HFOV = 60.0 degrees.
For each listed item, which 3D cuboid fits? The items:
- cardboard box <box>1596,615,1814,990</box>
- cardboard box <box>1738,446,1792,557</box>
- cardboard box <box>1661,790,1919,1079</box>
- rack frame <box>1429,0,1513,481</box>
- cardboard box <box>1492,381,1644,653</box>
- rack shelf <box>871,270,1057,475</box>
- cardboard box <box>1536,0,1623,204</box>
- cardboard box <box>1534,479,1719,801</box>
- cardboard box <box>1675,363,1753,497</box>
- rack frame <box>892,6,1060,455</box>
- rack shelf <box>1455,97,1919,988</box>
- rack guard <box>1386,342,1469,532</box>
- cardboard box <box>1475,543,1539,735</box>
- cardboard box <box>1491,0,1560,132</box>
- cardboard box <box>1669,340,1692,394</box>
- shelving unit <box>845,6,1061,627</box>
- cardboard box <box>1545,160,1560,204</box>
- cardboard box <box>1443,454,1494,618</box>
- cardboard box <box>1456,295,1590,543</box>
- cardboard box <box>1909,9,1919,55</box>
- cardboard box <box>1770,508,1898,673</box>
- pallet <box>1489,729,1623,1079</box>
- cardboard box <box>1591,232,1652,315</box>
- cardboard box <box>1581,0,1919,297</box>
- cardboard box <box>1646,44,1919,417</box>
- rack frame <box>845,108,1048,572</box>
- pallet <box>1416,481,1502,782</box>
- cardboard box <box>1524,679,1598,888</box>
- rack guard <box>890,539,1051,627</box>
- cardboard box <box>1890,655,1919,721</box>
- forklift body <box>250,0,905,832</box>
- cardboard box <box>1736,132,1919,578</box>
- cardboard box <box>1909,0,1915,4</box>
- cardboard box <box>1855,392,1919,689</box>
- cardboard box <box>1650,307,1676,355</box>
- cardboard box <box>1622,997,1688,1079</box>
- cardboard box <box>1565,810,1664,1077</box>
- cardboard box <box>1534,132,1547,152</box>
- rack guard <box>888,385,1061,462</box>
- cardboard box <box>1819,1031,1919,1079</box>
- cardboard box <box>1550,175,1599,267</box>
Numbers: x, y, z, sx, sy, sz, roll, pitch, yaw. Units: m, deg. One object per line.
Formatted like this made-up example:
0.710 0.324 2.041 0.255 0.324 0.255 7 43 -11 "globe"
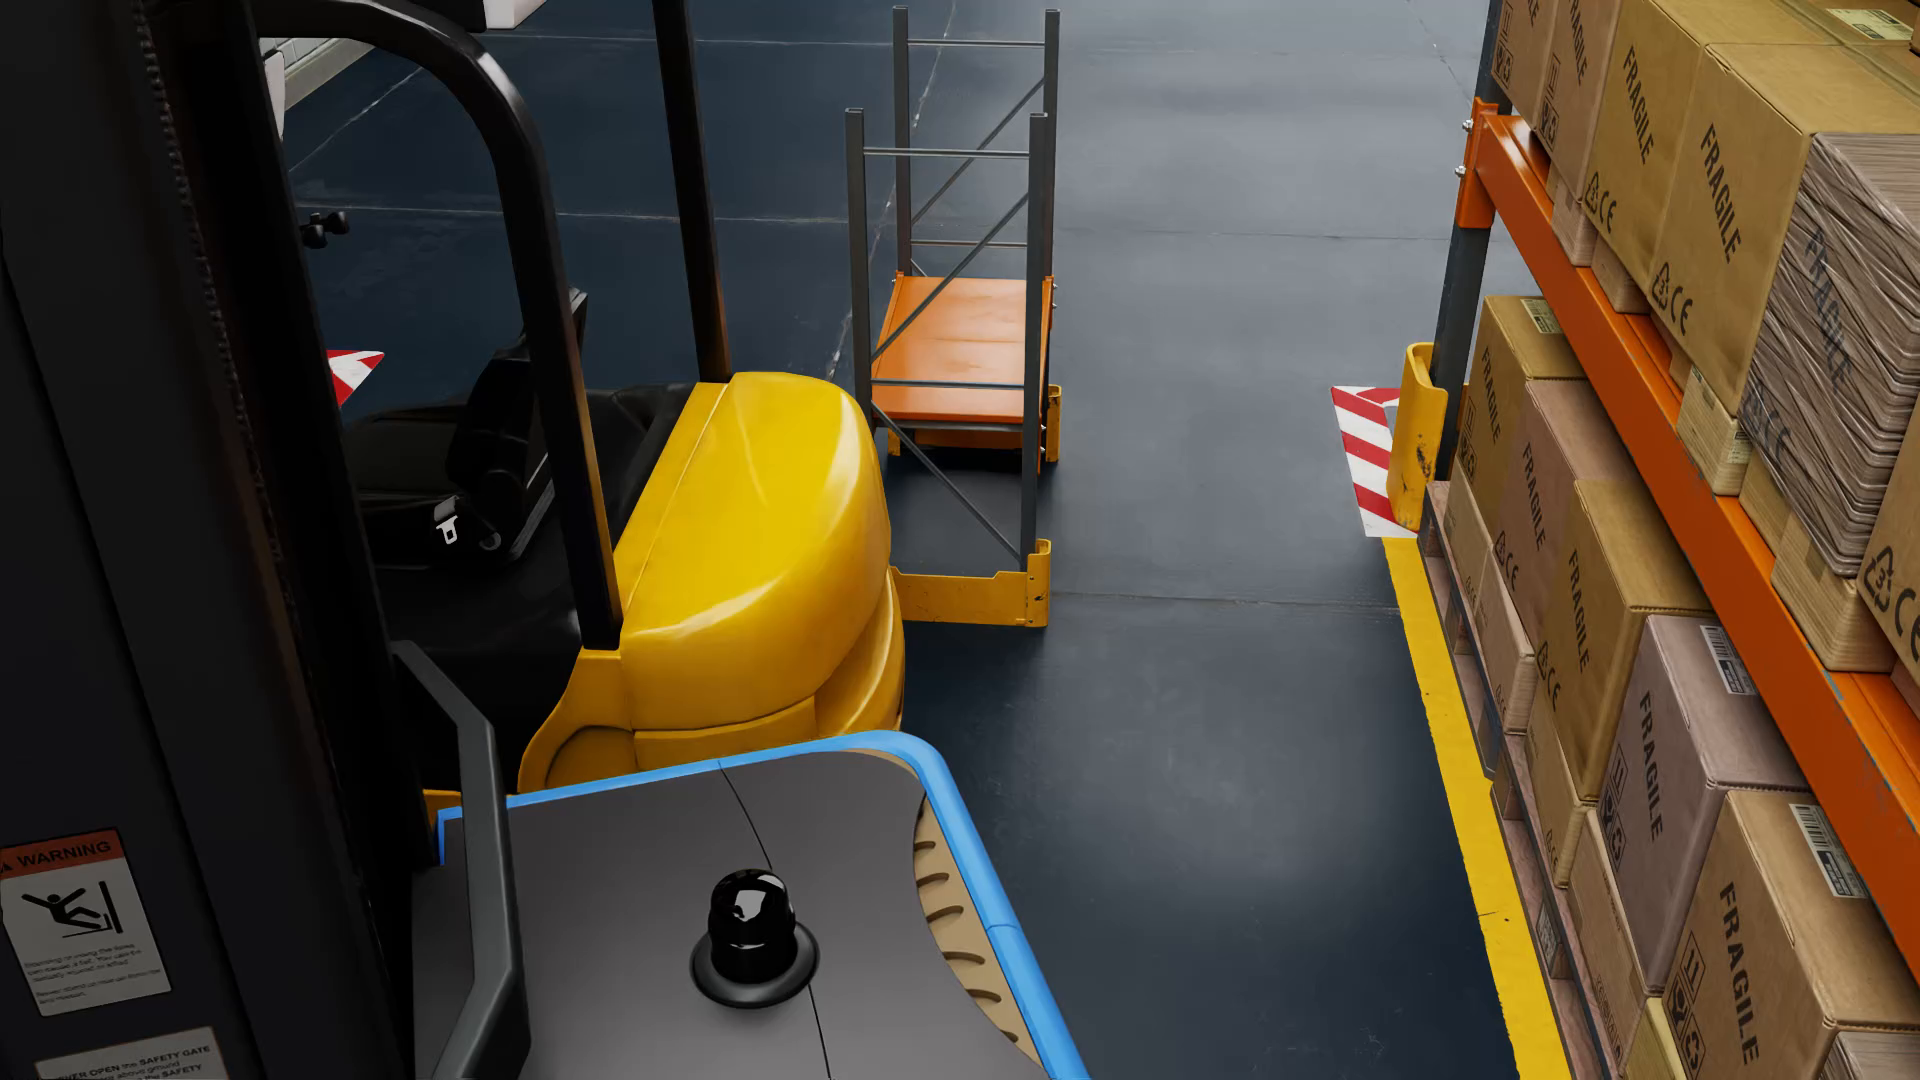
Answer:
1.534 0.499 3.087 0.500 0.500 0.500 4 32 7 "cardboard box"
1.525 -0.058 2.724 0.380 0.149 0.250 2 32 3 "cardboard box"
1.493 0.766 2.654 0.500 0.500 0.500 3 32 5 "cardboard box"
1.998 -1.411 4.681 1.000 3.000 0.127 2 32 4 "rack frame"
1.618 -0.043 3.966 0.500 0.500 0.500 1 32 2 "cardboard box"
0.007 -0.530 5.023 0.538 0.185 1.000 2 32 4 "rack shelf"
1.644 -1.074 3.754 0.500 0.500 0.500 3 32 5 "cardboard box"
1.569 0.219 3.541 0.500 0.500 0.500 3 32 5 "cardboard box"
1.510 -0.194 2.945 0.380 0.149 0.250 3 32 4 "cardboard box"
0.048 -0.949 5.360 0.500 1.500 0.032 2 32 4 "rack frame"
1.836 -0.059 3.173 1.077 0.370 4.000 2 32 4 "rack shelf"
1.992 -0.307 5.272 1.175 0.500 0.348 2 32 4 "rack guard"
1.608 0.257 4.194 0.500 0.250 0.500 4 32 6 "cardboard box"
1.683 -1.345 4.194 0.500 0.500 0.500 2 32 3 "cardboard box"
1.589 -0.323 3.154 0.380 0.149 0.250 2 32 3 "cardboard box"
0.006 -0.678 4.921 0.587 1.500 1.083 2 32 4 "shelving unit"
1.656 -0.868 4.038 0.380 0.149 0.250 1 32 2 "cardboard box"
1.657 -0.009 4.627 0.500 0.250 0.500 2 32 4 "cardboard box"
1.656 -0.316 4.410 0.500 0.500 0.500 1 32 2 "cardboard box"
2.008 -0.939 2.583 0.700 0.500 0.500 2 32 4 "cardboard box"
1.475 0.075 2.509 0.380 0.149 0.250 2 32 3 "cardboard box"
1.789 0.875 3.629 1.003 0.211 1.213 2 32 4 "pallet"
1.602 -0.600 3.604 0.380 0.149 0.250 3 32 5 "cardboard box"
1.604 -0.807 3.322 0.500 0.500 0.500 2 32 3 "cardboard box"
1.571 -0.541 2.890 0.500 0.500 0.500 2 32 3 "cardboard box"
-0.034 -0.417 4.498 0.500 1.500 0.032 2 32 4 "rack frame"
1.891 0.239 4.661 1.003 0.211 1.213 2 32 4 "pallet"
1.576 0.543 3.730 0.500 0.250 0.500 5 32 7 "cardboard box"
-0.034 0.114 4.827 0.587 0.250 0.087 2 32 4 "rack guard"
1.542 0.213 2.285 0.380 0.149 0.250 2 32 3 "cardboard box"
-1.285 -0.191 3.509 2.313 2.155 1.214 2 32 4 "forklift body"
1.534 -0.273 2.455 0.500 0.500 0.500 3 32 5 "cardboard box"
2.139 -0.762 3.248 0.500 0.500 0.500 2 32 4 "cardboard box"
1.496 -0.001 2.014 0.500 0.500 0.500 3 32 6 "cardboard box"
1.640 -0.459 3.376 0.380 0.149 0.250 3 32 6 "cardboard box"
1.486 1.073 2.871 0.500 0.250 0.500 2 32 3 "cardboard box"
1.532 0.807 3.302 0.500 0.250 0.500 3 32 5 "cardboard box"
1.764 -1.136 4.473 0.380 0.149 0.250 3 32 4 "cardboard box"
0.047 -0.407 5.672 0.587 0.250 0.087 2 32 4 "rack guard"
1.453 1.032 2.222 0.500 0.500 0.500 2 32 3 "cardboard box"
1.589 -0.737 3.826 0.380 0.149 0.250 3 32 5 "cardboard box"
